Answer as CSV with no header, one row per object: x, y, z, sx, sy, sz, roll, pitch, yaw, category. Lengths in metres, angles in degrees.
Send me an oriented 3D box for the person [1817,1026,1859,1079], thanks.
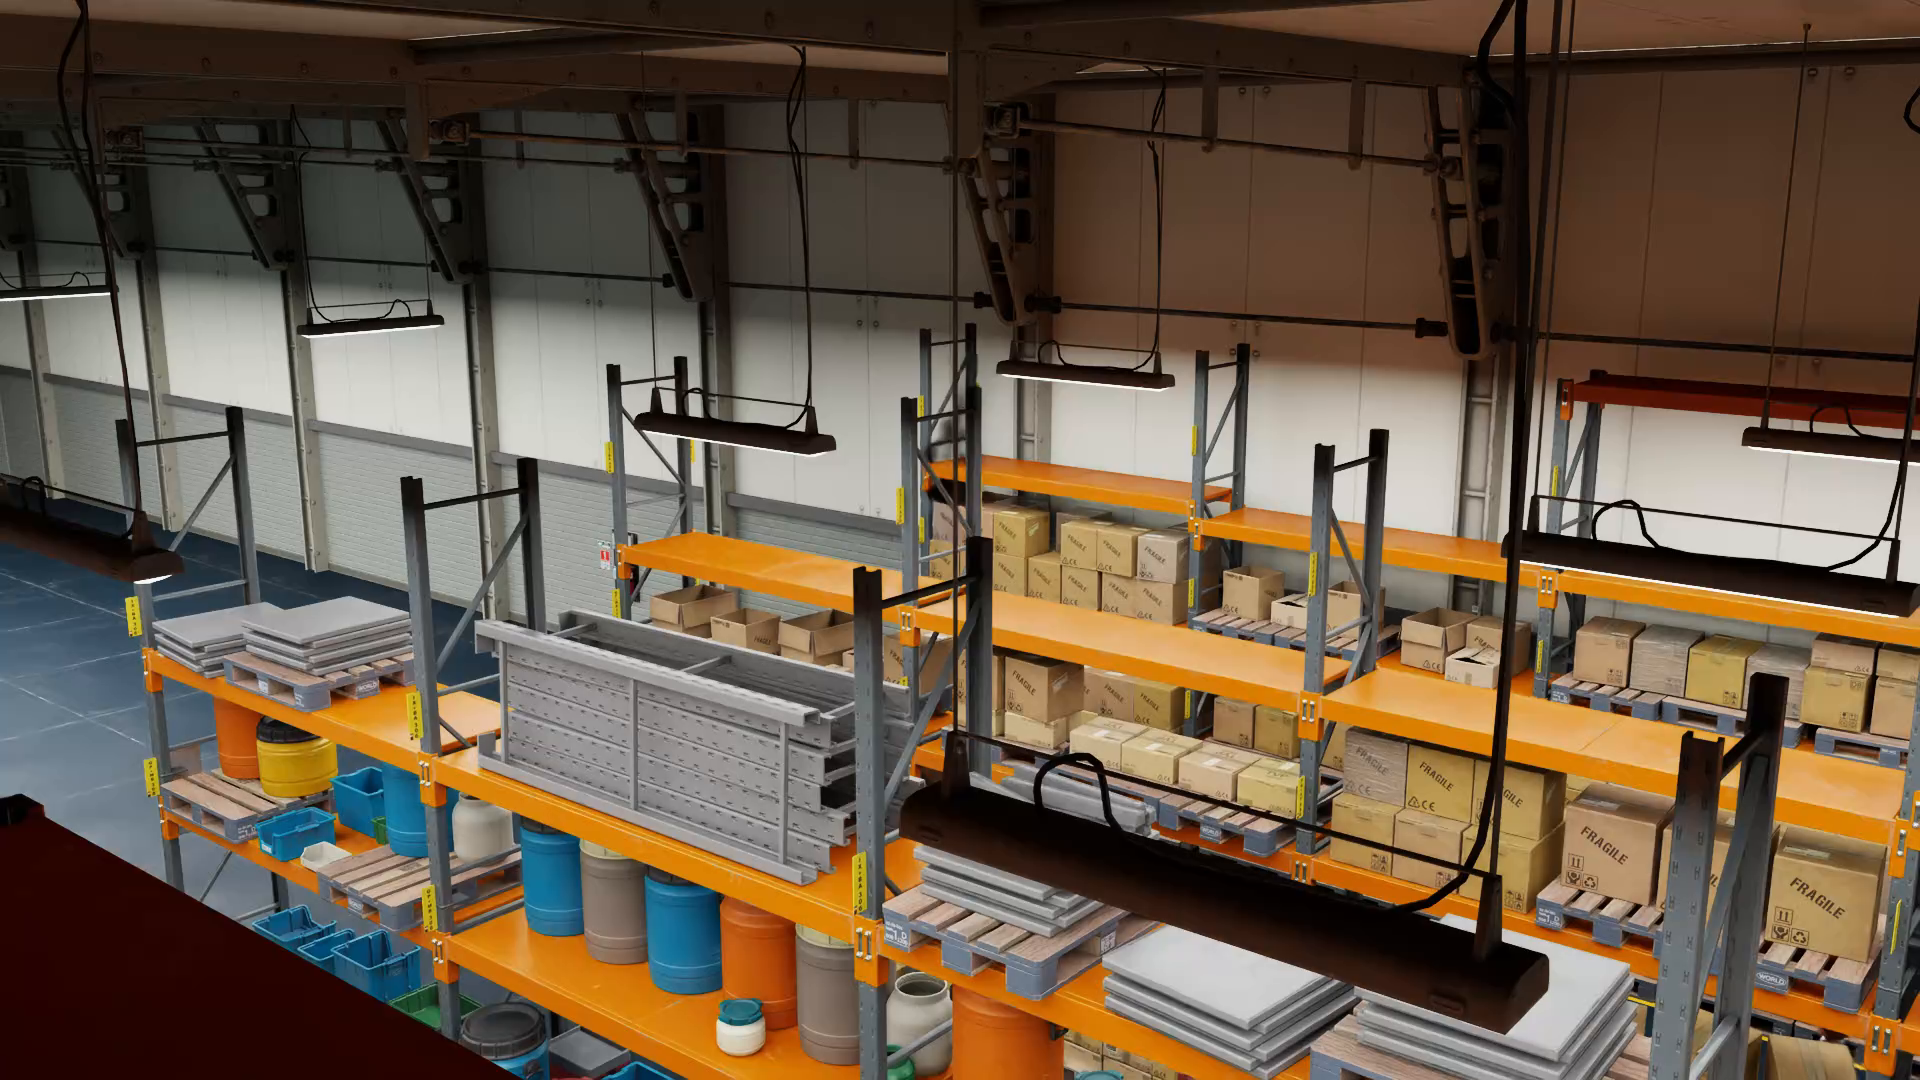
6.743,4.467,12.951,0.825,1.527,0.531,9,16,35,person
